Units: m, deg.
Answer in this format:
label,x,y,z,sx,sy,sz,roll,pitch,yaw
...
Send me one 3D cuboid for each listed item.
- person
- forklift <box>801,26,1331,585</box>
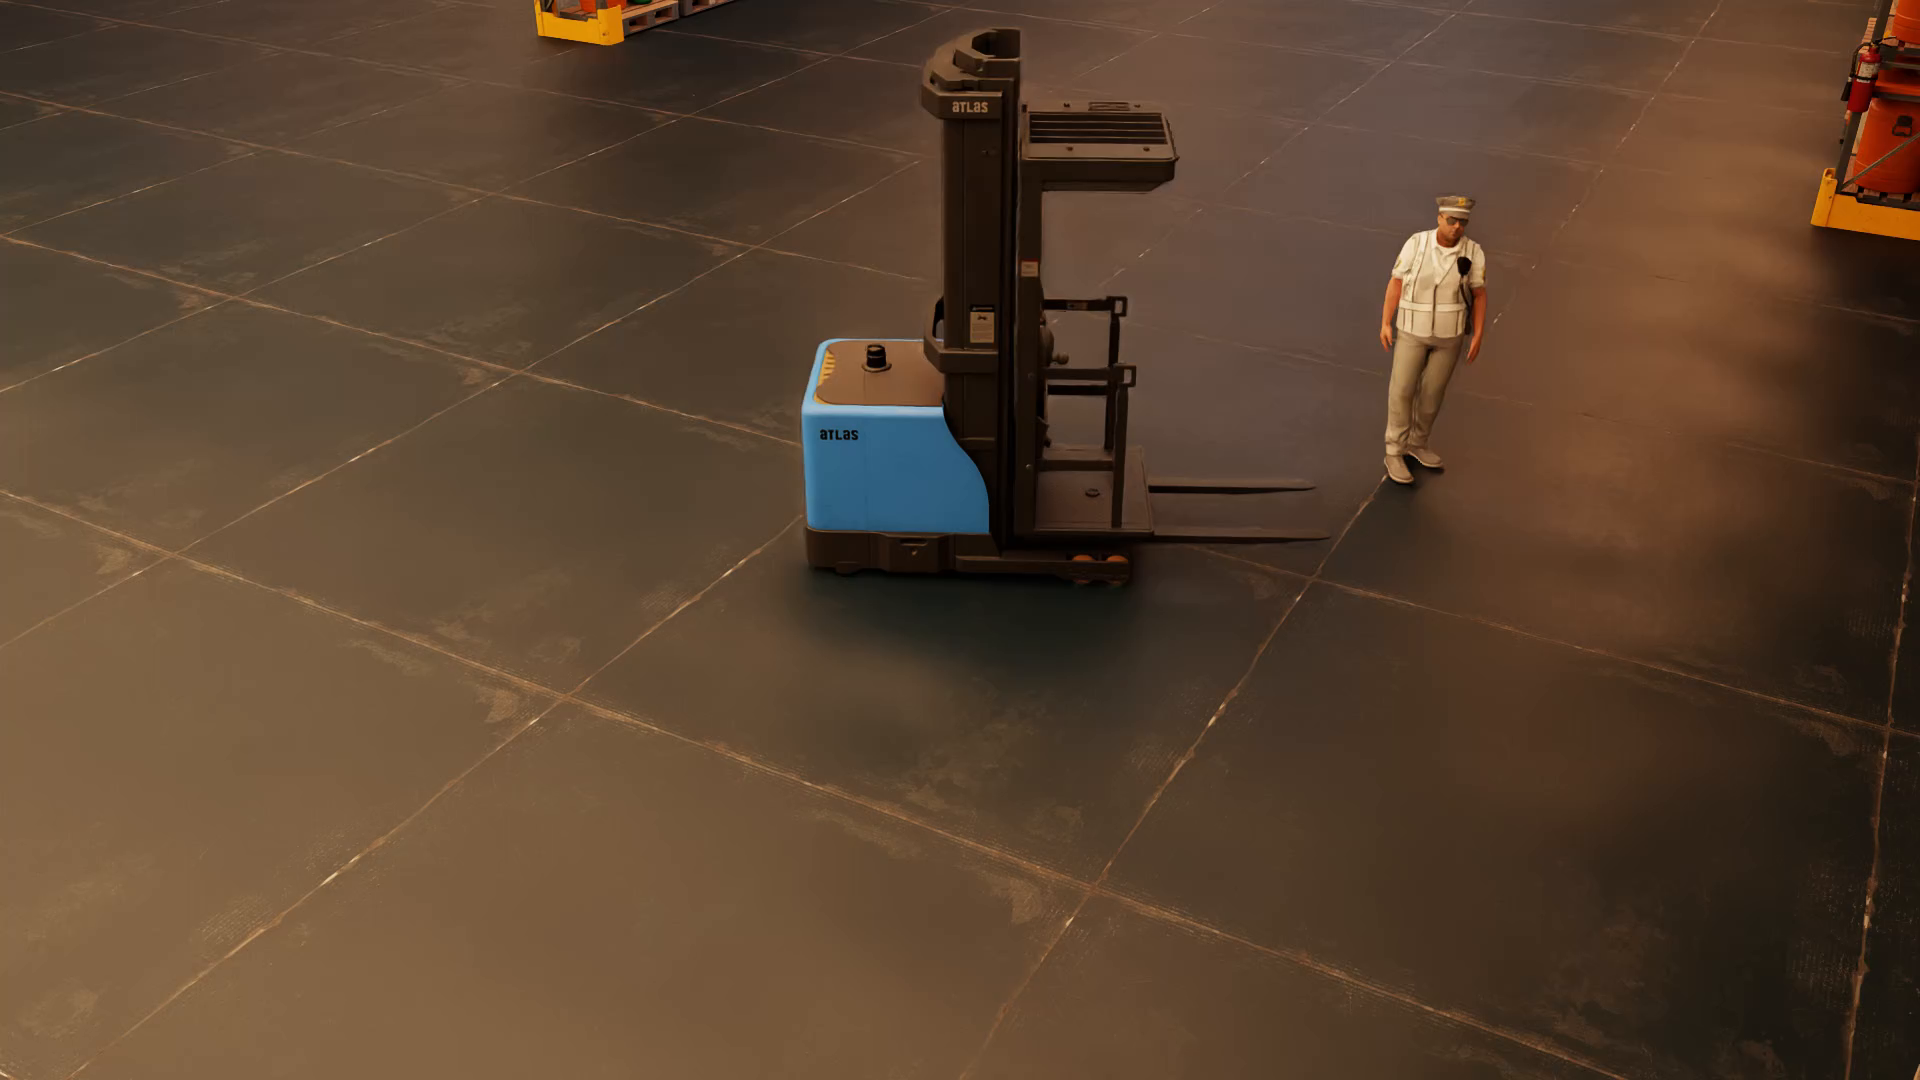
label,x,y,z,sx,sy,sz,roll,pitch,yaw
person,2.957,-1.261,10.412,0.627,1.778,0.657,6,31,11
forklift,0.636,-1.284,9.296,3.031,2.935,1.130,1,30,2
